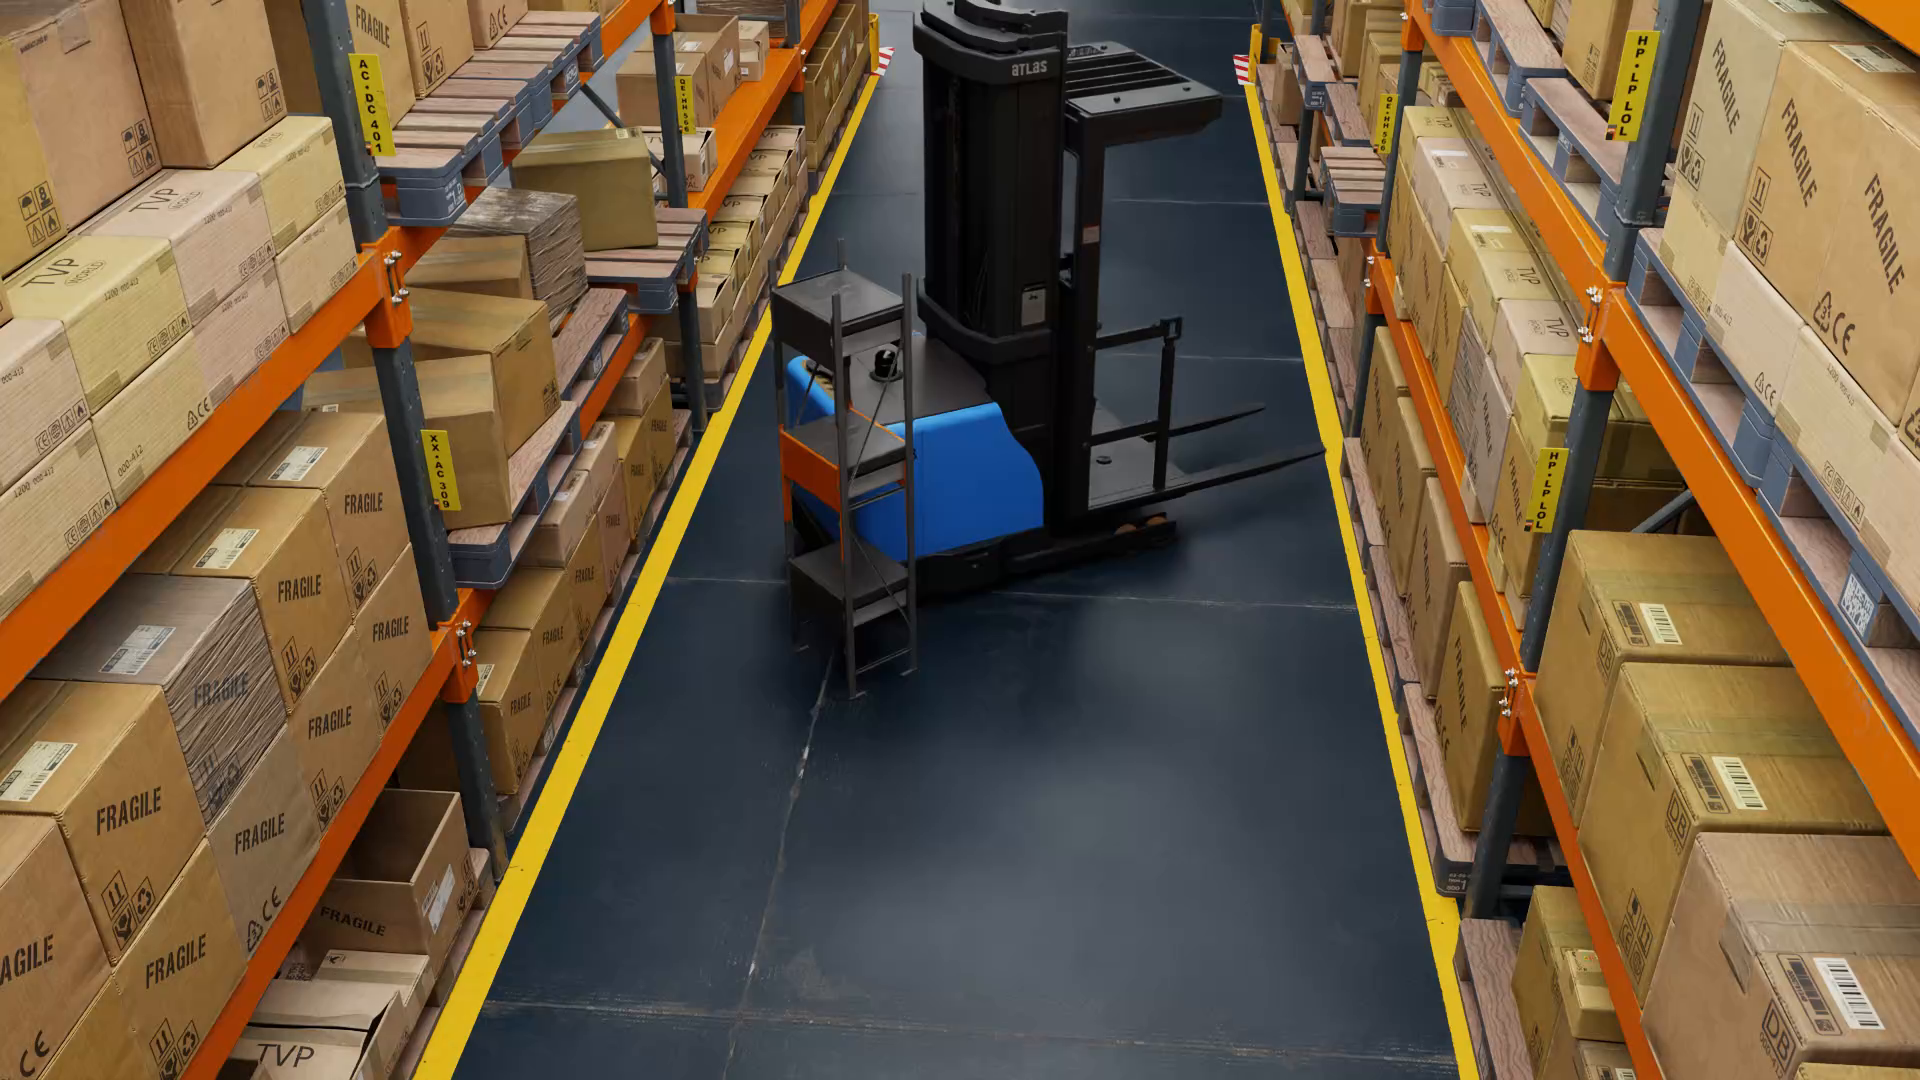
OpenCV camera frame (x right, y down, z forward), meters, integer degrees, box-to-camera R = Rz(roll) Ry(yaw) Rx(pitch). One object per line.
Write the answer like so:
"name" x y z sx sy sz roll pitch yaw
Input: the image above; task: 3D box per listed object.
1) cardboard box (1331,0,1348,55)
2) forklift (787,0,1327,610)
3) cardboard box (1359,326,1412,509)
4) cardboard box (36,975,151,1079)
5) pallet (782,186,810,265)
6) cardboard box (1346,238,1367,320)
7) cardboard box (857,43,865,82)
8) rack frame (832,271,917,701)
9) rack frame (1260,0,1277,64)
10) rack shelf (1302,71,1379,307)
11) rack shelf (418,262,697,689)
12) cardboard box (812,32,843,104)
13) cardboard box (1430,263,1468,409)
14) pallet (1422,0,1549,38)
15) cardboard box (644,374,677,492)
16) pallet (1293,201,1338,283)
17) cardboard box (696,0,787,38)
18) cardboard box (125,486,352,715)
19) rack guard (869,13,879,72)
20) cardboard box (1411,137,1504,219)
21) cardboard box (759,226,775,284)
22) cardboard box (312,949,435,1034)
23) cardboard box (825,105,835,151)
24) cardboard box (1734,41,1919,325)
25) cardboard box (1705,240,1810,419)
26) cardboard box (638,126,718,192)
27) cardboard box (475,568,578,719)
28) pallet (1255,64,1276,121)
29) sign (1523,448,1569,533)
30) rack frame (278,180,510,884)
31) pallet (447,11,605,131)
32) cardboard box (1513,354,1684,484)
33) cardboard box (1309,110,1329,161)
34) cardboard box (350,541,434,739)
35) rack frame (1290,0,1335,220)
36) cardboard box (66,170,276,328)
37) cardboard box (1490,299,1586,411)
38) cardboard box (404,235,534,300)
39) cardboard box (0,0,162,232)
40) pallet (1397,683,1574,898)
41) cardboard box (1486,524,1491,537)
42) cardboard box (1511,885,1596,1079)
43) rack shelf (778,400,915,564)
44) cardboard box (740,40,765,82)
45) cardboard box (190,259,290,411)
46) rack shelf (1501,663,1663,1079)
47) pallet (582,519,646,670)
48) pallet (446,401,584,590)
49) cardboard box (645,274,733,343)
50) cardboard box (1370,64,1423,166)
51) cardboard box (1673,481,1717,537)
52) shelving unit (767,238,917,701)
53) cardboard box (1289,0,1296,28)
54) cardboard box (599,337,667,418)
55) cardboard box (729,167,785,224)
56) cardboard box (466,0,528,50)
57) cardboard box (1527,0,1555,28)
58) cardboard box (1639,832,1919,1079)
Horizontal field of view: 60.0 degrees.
"cardboard box" 3.106 -3.838 12.104 0.700 0.500 0.500 3 32 4
"forklift" 0.629 -1.402 8.732 3.031 2.935 1.130 -14 34 -21
"cardboard box" 2.665 -0.666 9.120 0.750 0.750 0.750 2 32 3
"cardboard box" -2.354 1.397 4.029 0.500 0.500 0.500 2 32 4
"pallet" -1.777 -2.508 13.119 1.003 0.211 1.213 2 32 4
"cardboard box" 3.032 -1.808 11.288 0.700 0.500 0.500 2 32 4
"cardboard box" -1.208 -4.627 16.119 0.500 0.250 0.500 2 32 4
"rack frame" -0.373 -0.189 7.554 0.400 2.100 0.015 -23 38 -32
"rack frame" 3.507 -5.964 16.069 1.000 3.000 0.127 2 32 4
"rack shelf" 3.019 -2.520 11.166 1.077 0.370 4.000 2 32 4
"rack shelf" -2.245 -0.638 8.113 1.077 0.370 4.000 2 32 4
"cardboard box" -1.325 -4.162 14.650 0.500 0.500 0.500 2 32 4
"cardboard box" 2.433 -0.910 7.470 0.500 0.500 0.500 3 32 5
"pallet" 2.856 -2.638 7.993 1.213 0.211 1.003 4 32 6
"cardboard box" -1.924 -0.615 9.351 0.500 0.500 0.500 4 32 6
"pallet" 3.119 -2.278 12.746 1.003 0.211 1.213 2 32 4
"cardboard box" -1.726 -4.357 13.366 0.700 0.500 0.500 2 32 3
"cardboard box" -2.230 0.176 5.056 0.500 0.500 0.500 2 32 3
"rack guard" -1.429 -5.122 17.085 1.175 0.500 0.348 2 32 4
"cardboard box" 2.519 -1.770 8.151 0.500 0.250 0.500 2 32 3
"cardboard box" -1.628 -2.063 11.959 0.500 0.250 0.500 3 32 5
"cardboard box" -2.142 1.636 6.034 0.380 0.149 0.250 2 32 4
"cardboard box" -1.370 -3.581 14.422 0.500 0.250 0.500 2 32 4
"cardboard box" 2.157 -0.813 3.784 0.500 0.500 0.500 2 32 3
"cardboard box" 2.155 -0.508 4.003 0.500 0.250 0.500 2 32 3
"cardboard box" -1.816 -2.412 10.390 0.500 0.311 0.500 2 32 3
"cardboard box" -2.093 0.456 7.614 0.500 0.500 0.500 3 32 5
"pallet" 3.399 -4.314 16.049 1.003 0.211 1.213 2 32 4
"sign" 1.988 -0.167 5.633 0.100 0.325 0.005 2 32 4
"rack frame" -2.407 0.101 6.227 1.000 3.000 0.127 2 32 4
"pallet" -2.203 -1.976 6.918 1.213 0.211 1.003 2 32 4
"cardboard box" 2.313 -0.441 5.994 0.500 0.250 0.500 3 32 5
"cardboard box" 3.226 -3.540 14.098 0.500 0.500 0.500 0 32 0
"cardboard box" -2.192 0.331 5.759 0.500 0.500 0.500 3 32 5
"rack frame" 3.181 -3.872 12.675 1.000 3.000 0.127 2 32 4
"cardboard box" -2.221 -0.798 4.493 0.500 0.250 0.500 2 32 4
"cardboard box" 2.364 -0.708 6.428 0.500 0.250 0.500 3 32 5
"cardboard box" -2.325 -1.047 7.594 0.700 0.500 0.500 -5 32 -9
"cardboard box" -2.591 -1.133 4.322 0.700 0.500 0.500 2 32 4
"pallet" 2.518 1.091 7.278 1.003 0.211 1.213 2 32 4
"cardboard box" 2.338 -0.046 6.686 0.380 0.149 0.250 3 32 6
"cardboard box" 2.367 1.583 5.805 0.700 0.500 0.500 3 32 5
"rack shelf" -0.525 -0.277 7.724 0.431 0.518 0.480 -23 38 -32
"cardboard box" -1.645 -3.557 12.291 0.396 0.266 0.258 2 32 3
"cardboard box" -2.233 -0.585 4.625 0.500 0.250 0.500 2 32 4
"rack shelf" 2.367 1.663 4.378 1.077 0.370 4.000 2 32 4
"pallet" -2.282 0.222 8.689 1.003 0.211 1.213 2 32 4
"pallet" -2.234 -0.230 6.948 1.003 0.211 1.213 2 32 4
"cardboard box" -1.746 -1.499 10.509 0.500 0.311 0.500 3 32 6
"cardboard box" 2.902 -2.550 10.015 0.700 0.500 0.500 0 32 -1
"cardboard box" 2.819 -0.097 6.150 0.500 0.500 0.500 1 32 2
"shelving unit" -0.525 -0.289 7.717 0.431 2.100 0.503 -23 38 -32
"cardboard box" 2.967 -4.338 13.554 0.500 0.250 0.500 3 32 4
"cardboard box" -1.924 -0.904 9.107 0.500 0.250 0.500 4 32 6
"cardboard box" -1.583 -2.572 12.250 0.500 0.311 0.500 2 32 4
"cardboard box" -2.187 -2.398 6.831 0.600 0.600 0.600 1 32 2
"cardboard box" 2.825 -2.464 7.015 0.700 0.500 0.500 4 32 7
"cardboard box" 2.355 1.228 4.112 0.980 0.700 0.700 1 32 2
